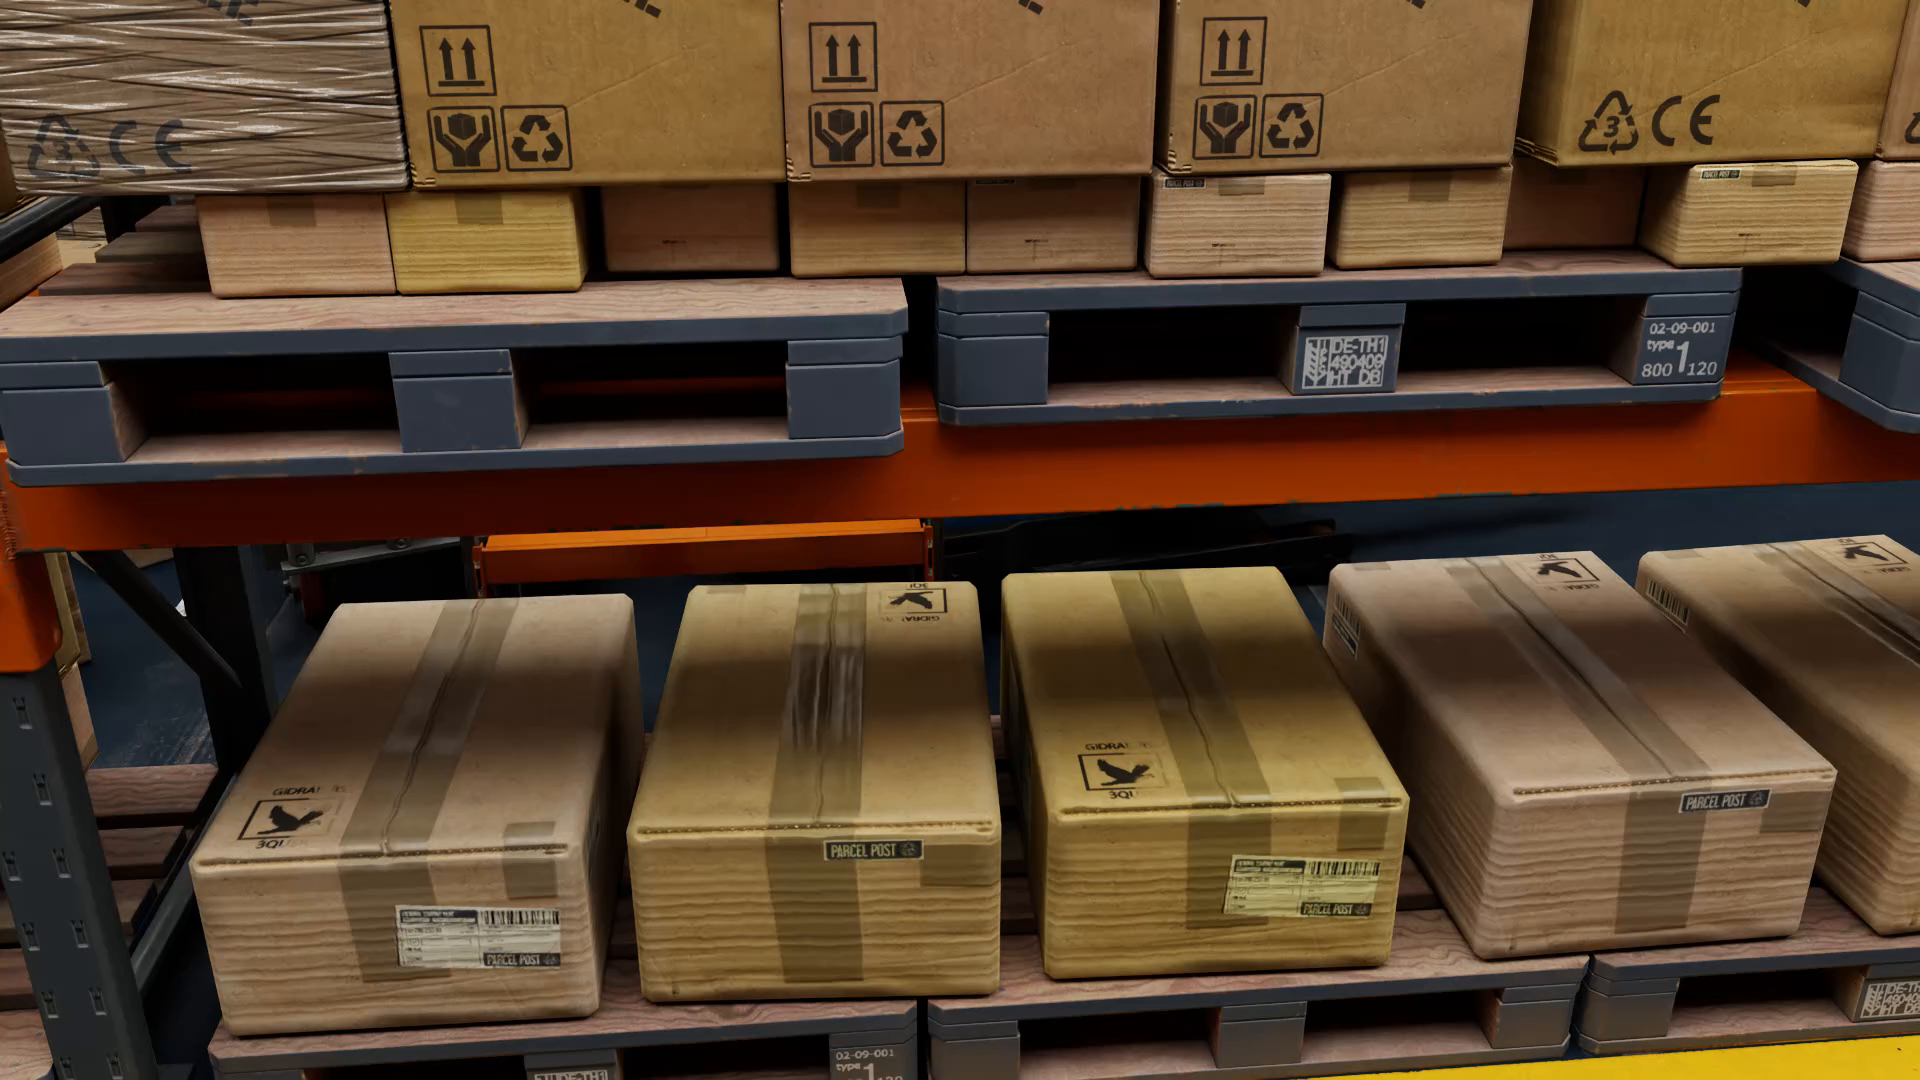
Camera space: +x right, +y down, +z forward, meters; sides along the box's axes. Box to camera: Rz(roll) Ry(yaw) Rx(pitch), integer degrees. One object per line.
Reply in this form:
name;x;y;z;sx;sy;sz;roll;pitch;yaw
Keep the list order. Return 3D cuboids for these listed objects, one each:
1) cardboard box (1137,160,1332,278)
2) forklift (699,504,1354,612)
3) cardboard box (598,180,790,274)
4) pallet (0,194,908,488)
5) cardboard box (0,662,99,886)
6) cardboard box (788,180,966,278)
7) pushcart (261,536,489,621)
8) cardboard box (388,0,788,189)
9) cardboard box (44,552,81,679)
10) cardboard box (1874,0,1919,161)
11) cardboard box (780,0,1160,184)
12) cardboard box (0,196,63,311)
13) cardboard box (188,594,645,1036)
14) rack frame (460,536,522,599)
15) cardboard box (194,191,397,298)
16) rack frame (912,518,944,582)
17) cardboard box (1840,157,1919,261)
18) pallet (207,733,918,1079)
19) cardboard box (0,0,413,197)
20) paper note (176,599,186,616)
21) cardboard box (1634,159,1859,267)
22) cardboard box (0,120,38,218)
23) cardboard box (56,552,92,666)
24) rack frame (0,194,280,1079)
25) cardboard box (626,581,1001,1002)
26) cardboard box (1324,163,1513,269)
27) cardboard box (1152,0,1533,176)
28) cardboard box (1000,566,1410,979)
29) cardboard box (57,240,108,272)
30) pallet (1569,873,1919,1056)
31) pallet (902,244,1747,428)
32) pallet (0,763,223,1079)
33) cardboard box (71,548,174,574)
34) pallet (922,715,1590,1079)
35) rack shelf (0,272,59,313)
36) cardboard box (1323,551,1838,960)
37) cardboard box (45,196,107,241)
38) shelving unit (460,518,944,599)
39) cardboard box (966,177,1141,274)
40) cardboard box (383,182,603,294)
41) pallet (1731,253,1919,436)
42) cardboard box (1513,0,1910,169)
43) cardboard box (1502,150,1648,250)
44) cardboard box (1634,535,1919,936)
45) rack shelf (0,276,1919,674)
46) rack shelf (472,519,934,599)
cardboard box;0.385;-0.519;2.518;0.250;0.149;0.380;-1;24;-3
forklift;0.659;-1.389;4.767;3.031;2.935;1.130;-7;25;-16
cardboard box;-0.391;-0.527;2.535;0.250;0.149;0.380;-1;24;-2
pallet;-0.721;-0.391;2.673;1.213;0.211;1.003;-2;24;-5
cardboard box;-2.110;0.472;3.363;0.500;0.250;0.500;-3;24;-8
cardboard box;-0.131;-0.521;2.520;0.250;0.149;0.380;-2;24;-4
pushcart;-1.770;-0.228;5.299;0.936;0.377;1.648;-11;26;-23
cardboard box;-0.503;-0.804;2.359;0.500;0.500;0.500;-2;24;-5
cardboard box;-2.110;0.129;3.211;0.500;0.500;0.500;-1;24;-3
cardboard box;1.546;-0.885;2.541;0.500;0.500;0.500;-3;24;-6
cardboard box;-0.009;-0.818;2.391;0.500;0.500;0.500;-2;24;-5
cardboard box;-1.841;-0.509;3.012;0.250;0.149;0.380;-2;24;-5
cardboard box;-0.974;0.480;3.196;0.625;0.372;0.950;-2;24;-4
rack frame;-1.090;-0.166;3.777;0.032;1.500;0.500;-3;24;-6
cardboard box;-0.915;-0.479;2.426;0.250;0.149;0.380;-2;24;-4
rack frame;-0.079;-0.213;3.882;0.032;1.500;0.500;-3;24;-6
cardboard box;1.424;-0.561;2.611;0.250;0.149;0.380;-3;24;-8
pallet;-0.721;0.735;3.335;1.213;0.211;1.003;-2;24;-5
cardboard box;-1.001;-0.783;2.313;0.500;0.500;0.500;-2;24;-4
paper note;-2.191;0.181;4.805;0.142;0.019;0.148;-2;24;-5
cardboard box;1.152;-0.544;2.573;0.250;0.149;0.380;-2;24;-4
cardboard box;-1.961;-0.784;2.831;0.500;0.500;0.500;-2;24;-5
cardboard box;-2.696;0.127;4.346;0.500;0.500;0.500;16;28;31
rack frame;-1.496;-0.507;2.698;0.127;3.000;1.000;-2;24;-5
cardboard box;-0.259;0.450;3.263;0.625;0.372;0.950;-1;24;-2
cardboard box;0.647;-0.542;2.568;0.250;0.149;0.380;-3;24;-7
cardboard box;0.501;-0.843;2.446;0.500;0.500;0.500;-3;24;-7
cardboard box;0.433;0.421;3.327;0.625;0.372;0.950;-2;24;-3
cardboard box;-3.527;-0.886;6.625;0.500;0.500;0.500;2;24;4
pallet;1.707;0.638;3.555;1.213;0.211;1.003;-2;24;-5
pallet;0.519;-0.484;2.881;1.213;0.211;1.003;-2;24;-5
pallet;-2.161;0.808;3.172;1.213;0.211;1.003;-2;24;-5
cardboard box;-2.518;-0.093;5.132;0.258;0.266;0.396;22;32;40
pallet;0.496;0.685;3.448;1.213;0.211;1.003;-2;24;-5
rack shelf;-3.486;-0.099;2.664;4.000;0.370;1.077;-2;24;-5
cardboard box;1.188;0.393;3.390;0.625;0.372;0.950;-3;24;-6
cardboard box;-3.612;-1.690;7.459;0.875;0.875;0.875;-2;24;-5
shelving unit;-0.576;-0.190;3.830;1.083;1.500;0.587;-3;24;-6
cardboard box;0.115;-0.530;2.541;0.250;0.149;0.380;-2;24;-5
cardboard box;-0.665;-0.485;2.440;0.250;0.149;0.380;-2;24;-4
pallet;1.786;-0.508;2.935;1.003;0.211;1.213;-2;24;-5
cardboard box;1.044;-0.864;2.495;0.500;0.500;0.500;-4;24;-9
cardboard box;0.889;-0.585;2.665;0.250;0.149;0.380;-2;24;-5
cardboard box;1.921;0.361;3.464;0.625;0.372;0.950;-4;24;-9
rack shelf;0.494;-0.258;3.023;4.000;0.370;1.077;-2;24;-5
rack shelf;-0.585;-0.025;3.902;1.000;0.185;0.538;-3;24;-6
